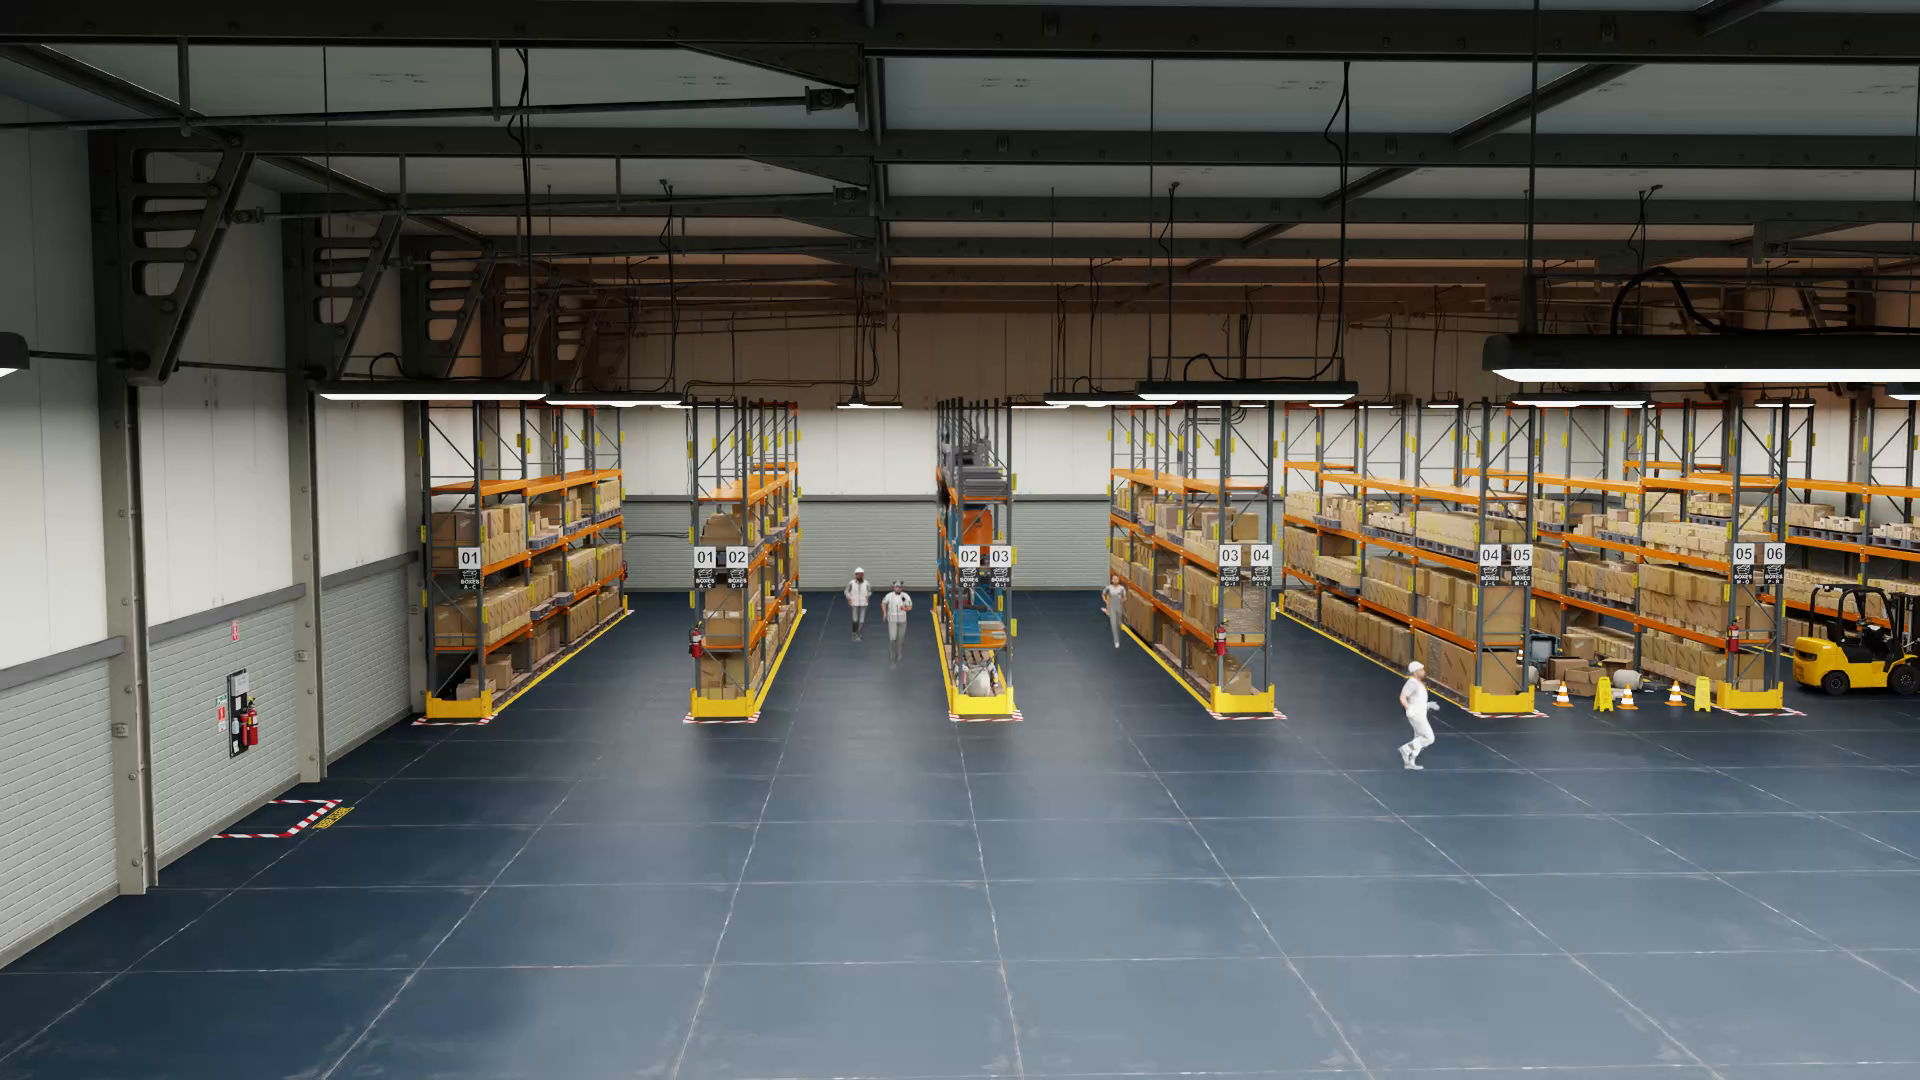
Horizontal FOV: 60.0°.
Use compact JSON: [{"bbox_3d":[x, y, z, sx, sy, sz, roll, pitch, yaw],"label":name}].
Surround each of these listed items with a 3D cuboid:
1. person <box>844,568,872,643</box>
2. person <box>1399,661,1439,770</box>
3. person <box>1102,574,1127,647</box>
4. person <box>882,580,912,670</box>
[{"bbox_3d":[-2.379,1.551,39.144,0.635,1.786,0.617,-1,4,-11],"label":"person"},{"bbox_3d":[7.317,2.805,26.498,0.587,1.739,0.656,2,5,24],"label":"person"},{"bbox_3d":[3.590,1.625,38.524,0.576,1.676,0.739,0,4,-3],"label":"person"},{"bbox_3d":[-1.345,1.811,35.867,0.631,1.914,0.741,-1,4,-9],"label":"person"}]
